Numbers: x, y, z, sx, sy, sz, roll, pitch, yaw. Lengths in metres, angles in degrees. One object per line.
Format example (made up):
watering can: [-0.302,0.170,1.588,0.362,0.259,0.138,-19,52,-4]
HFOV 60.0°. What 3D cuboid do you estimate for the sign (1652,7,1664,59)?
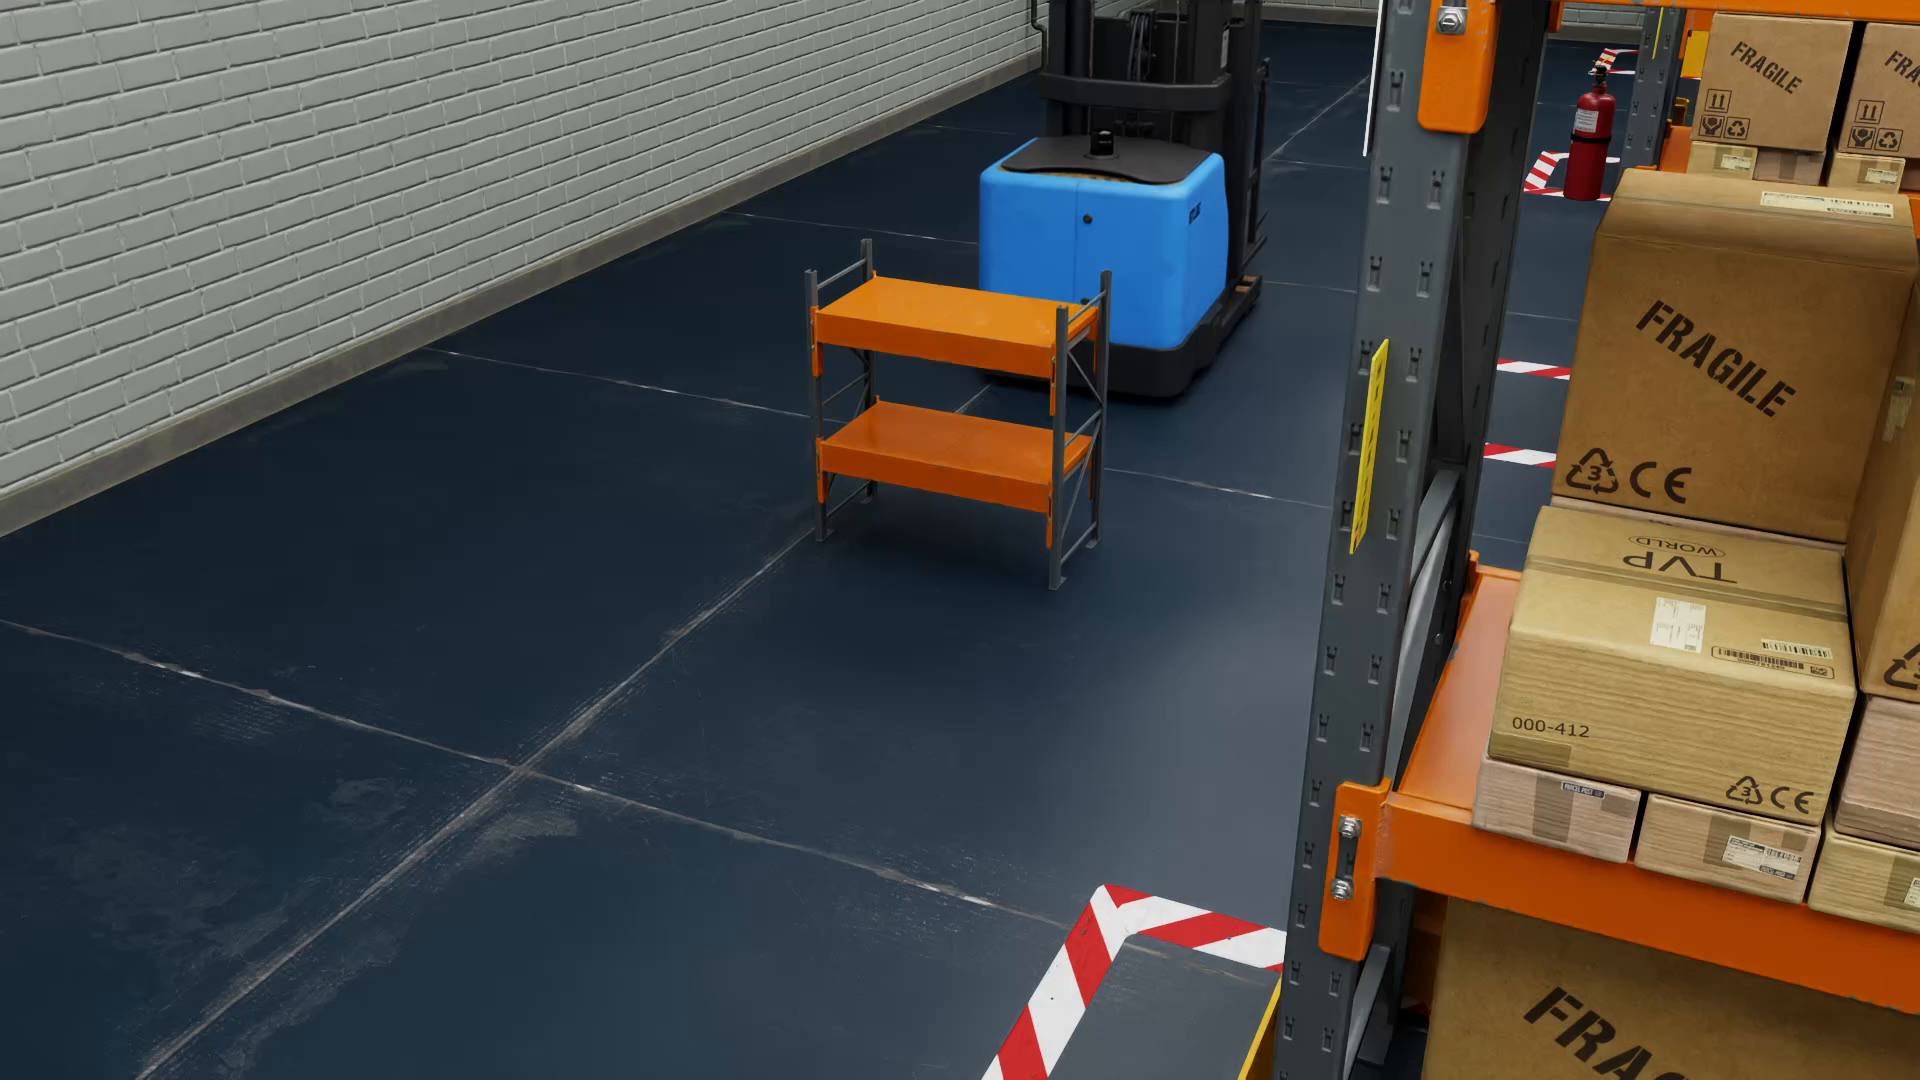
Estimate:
sign: [2.789,-2.086,6.611,0.005,0.325,0.100,11,28,22]

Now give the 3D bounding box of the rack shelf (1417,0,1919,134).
rack shelf: [2.689,-0.597,1.986,4.000,0.370,1.077,11,28,22]

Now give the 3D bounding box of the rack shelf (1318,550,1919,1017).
rack shelf: [2.689,0.748,2.649,4.000,0.370,1.077,11,28,22]

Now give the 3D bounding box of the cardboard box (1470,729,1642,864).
cardboard box: [1.054,0.370,2.887,0.250,0.149,0.380,12,29,22]

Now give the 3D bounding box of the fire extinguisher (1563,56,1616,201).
fire extinguisher: [2.975,-1.946,7.816,0.183,0.674,0.296,11,28,22]

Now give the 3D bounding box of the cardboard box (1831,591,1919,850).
cardboard box: [1.669,0.282,2.614,0.500,0.250,0.500,11,28,21]

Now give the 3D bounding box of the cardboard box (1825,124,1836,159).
cardboard box: [3.872,-1.757,7.207,0.250,0.149,0.380,11,28,21]

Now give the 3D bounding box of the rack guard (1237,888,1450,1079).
rack guard: [0.846,1.177,3.794,0.348,0.500,1.175,11,28,22]

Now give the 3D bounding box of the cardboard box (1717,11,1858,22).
cardboard box: [3.312,-2.354,6.554,0.500,0.500,0.500,11,28,21]

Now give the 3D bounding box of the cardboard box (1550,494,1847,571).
cardboard box: [1.419,-0.024,3.237,0.500,0.250,0.500,11,28,21]

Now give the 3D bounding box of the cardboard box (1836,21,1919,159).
cardboard box: [3.805,-1.814,6.588,0.500,0.500,0.500,11,28,22]

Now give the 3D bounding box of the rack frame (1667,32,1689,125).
rack frame: [4.970,-3.925,11.326,0.127,3.000,1.000,11,28,22]

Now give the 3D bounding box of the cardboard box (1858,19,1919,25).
cardboard box: [3.774,-2.264,6.371,0.500,0.500,0.500,12,29,23]

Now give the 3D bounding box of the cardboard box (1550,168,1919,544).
cardboard box: [1.420,-0.359,3.068,0.500,0.500,0.500,12,29,22]

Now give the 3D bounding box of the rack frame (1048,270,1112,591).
rack frame: [0.457,-0.413,6.315,0.032,1.125,0.500,11,28,22]

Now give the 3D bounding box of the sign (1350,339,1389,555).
sign: [0.633,-0.142,2.573,0.005,0.325,0.100,11,28,22]

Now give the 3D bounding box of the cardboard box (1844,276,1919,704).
cardboard box: [1.648,-0.055,2.450,0.500,0.500,0.500,11,28,21]

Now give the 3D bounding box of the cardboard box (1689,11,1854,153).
cardboard box: [3.307,-1.901,6.766,0.500,0.500,0.500,13,29,24]

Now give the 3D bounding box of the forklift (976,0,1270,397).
forklift: [1.079,-2.629,8.771,1.130,2.935,3.031,10,28,19]

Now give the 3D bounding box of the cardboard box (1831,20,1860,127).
cardboard box: [3.995,-2.019,7.006,0.500,0.500,0.500,11,28,21]

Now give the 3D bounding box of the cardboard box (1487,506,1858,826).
cardboard box: [1.193,0.190,2.801,0.500,0.250,0.500,11,28,20]

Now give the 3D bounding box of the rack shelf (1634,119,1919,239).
rack shelf: [4.834,-1.228,6.662,4.000,0.370,1.077,11,28,22]

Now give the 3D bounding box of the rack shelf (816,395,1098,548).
rack shelf: [-0.006,-0.287,6.612,1.000,0.278,0.538,11,28,22]

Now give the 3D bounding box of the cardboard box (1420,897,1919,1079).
cardboard box: [1.484,0.909,3.437,0.875,0.875,0.875,11,28,22]

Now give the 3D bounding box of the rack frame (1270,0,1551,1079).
rack frame: [0.868,0.060,3.233,0.127,3.000,1.000,11,28,22]

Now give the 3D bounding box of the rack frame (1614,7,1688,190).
rack frame: [3.013,-1.916,7.246,0.127,3.000,1.000,11,28,22]

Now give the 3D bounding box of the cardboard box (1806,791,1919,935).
cardboard box: [1.522,0.463,2.698,0.250,0.149,0.380,11,28,21]

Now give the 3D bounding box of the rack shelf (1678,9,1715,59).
rack shelf: [6.791,-3.236,10.742,4.000,0.370,1.077,11,28,22]

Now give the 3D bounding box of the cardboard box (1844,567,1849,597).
cardboard box: [1.880,0.069,3.048,0.500,0.250,0.500,11,28,21]

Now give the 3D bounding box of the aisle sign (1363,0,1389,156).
aisle sign: [0.678,-0.999,2.440,0.004,0.787,0.394,11,28,22]

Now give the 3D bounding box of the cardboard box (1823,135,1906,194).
cardboard box: [3.644,-1.512,6.709,0.250,0.149,0.380,11,28,20]

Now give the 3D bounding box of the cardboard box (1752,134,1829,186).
cardboard box: [3.421,-1.582,6.853,0.250,0.149,0.380,12,29,24]

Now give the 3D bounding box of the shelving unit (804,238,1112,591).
shelving unit: [-0.006,-0.506,6.504,1.048,1.125,0.538,11,28,22]

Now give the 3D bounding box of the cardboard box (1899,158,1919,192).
cardboard box: [3.937,-1.519,6.725,0.250,0.149,0.380,13,29,24]

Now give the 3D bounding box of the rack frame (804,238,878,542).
rack frame: [-0.469,-0.599,6.693,0.032,1.125,0.500,11,28,22]

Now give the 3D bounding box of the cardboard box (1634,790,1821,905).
cardboard box: [1.289,0.416,2.793,0.250,0.149,0.380,11,28,21]

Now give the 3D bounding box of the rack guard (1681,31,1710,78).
rack guard: [7.091,-4.786,15.905,0.348,0.500,1.175,11,28,22]

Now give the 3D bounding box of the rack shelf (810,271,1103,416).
rack shelf: [-0.006,-0.768,6.375,1.000,0.278,0.538,11,28,22]

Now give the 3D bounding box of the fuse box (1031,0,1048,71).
fuse box: [0.830,-5.186,15.347,0.414,1.711,0.539,11,28,22]

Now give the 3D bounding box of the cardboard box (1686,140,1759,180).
cardboard box: [3.172,-1.612,6.913,0.250,0.149,0.380,11,28,21]

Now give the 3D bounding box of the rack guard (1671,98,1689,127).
rack guard: [4.948,-2.808,11.887,0.348,0.500,1.175,11,28,22]
